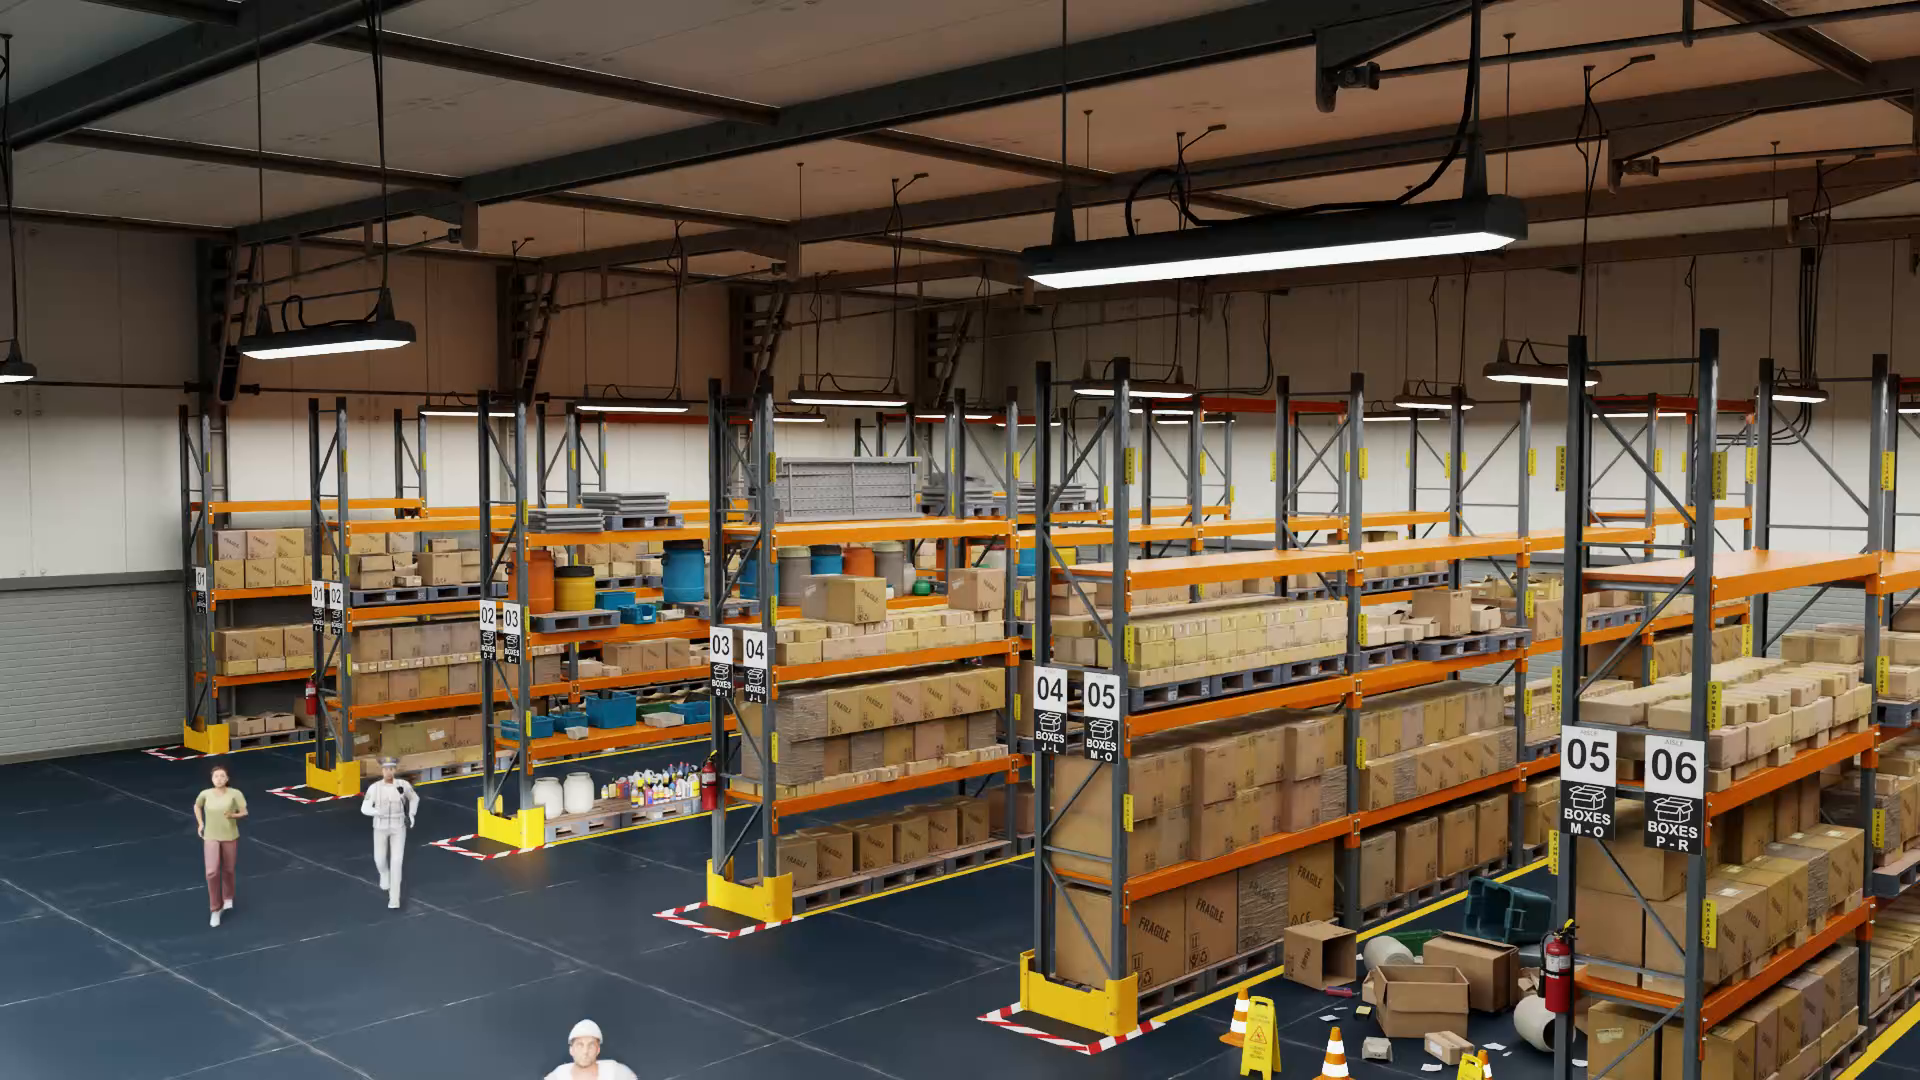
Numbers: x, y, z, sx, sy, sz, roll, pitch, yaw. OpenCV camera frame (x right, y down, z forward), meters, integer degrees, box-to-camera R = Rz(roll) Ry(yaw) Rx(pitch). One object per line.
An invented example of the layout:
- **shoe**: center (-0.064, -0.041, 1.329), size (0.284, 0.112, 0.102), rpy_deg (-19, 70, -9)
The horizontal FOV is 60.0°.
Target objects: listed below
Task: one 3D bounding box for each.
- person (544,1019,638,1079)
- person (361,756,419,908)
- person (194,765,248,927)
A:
- **person**: center (-2.253, 3.767, 10.086), size (0.692, 1.743, 0.630), rpy_deg (-1, 3, -13)
- **person**: center (-6.527, 3.300, 19.062), size (0.622, 1.665, 0.920), rpy_deg (-1, 3, -16)
- **person**: center (-8.189, 3.347, 18.442), size (0.563, 1.707, 0.703), rpy_deg (-1, 3, -21)
